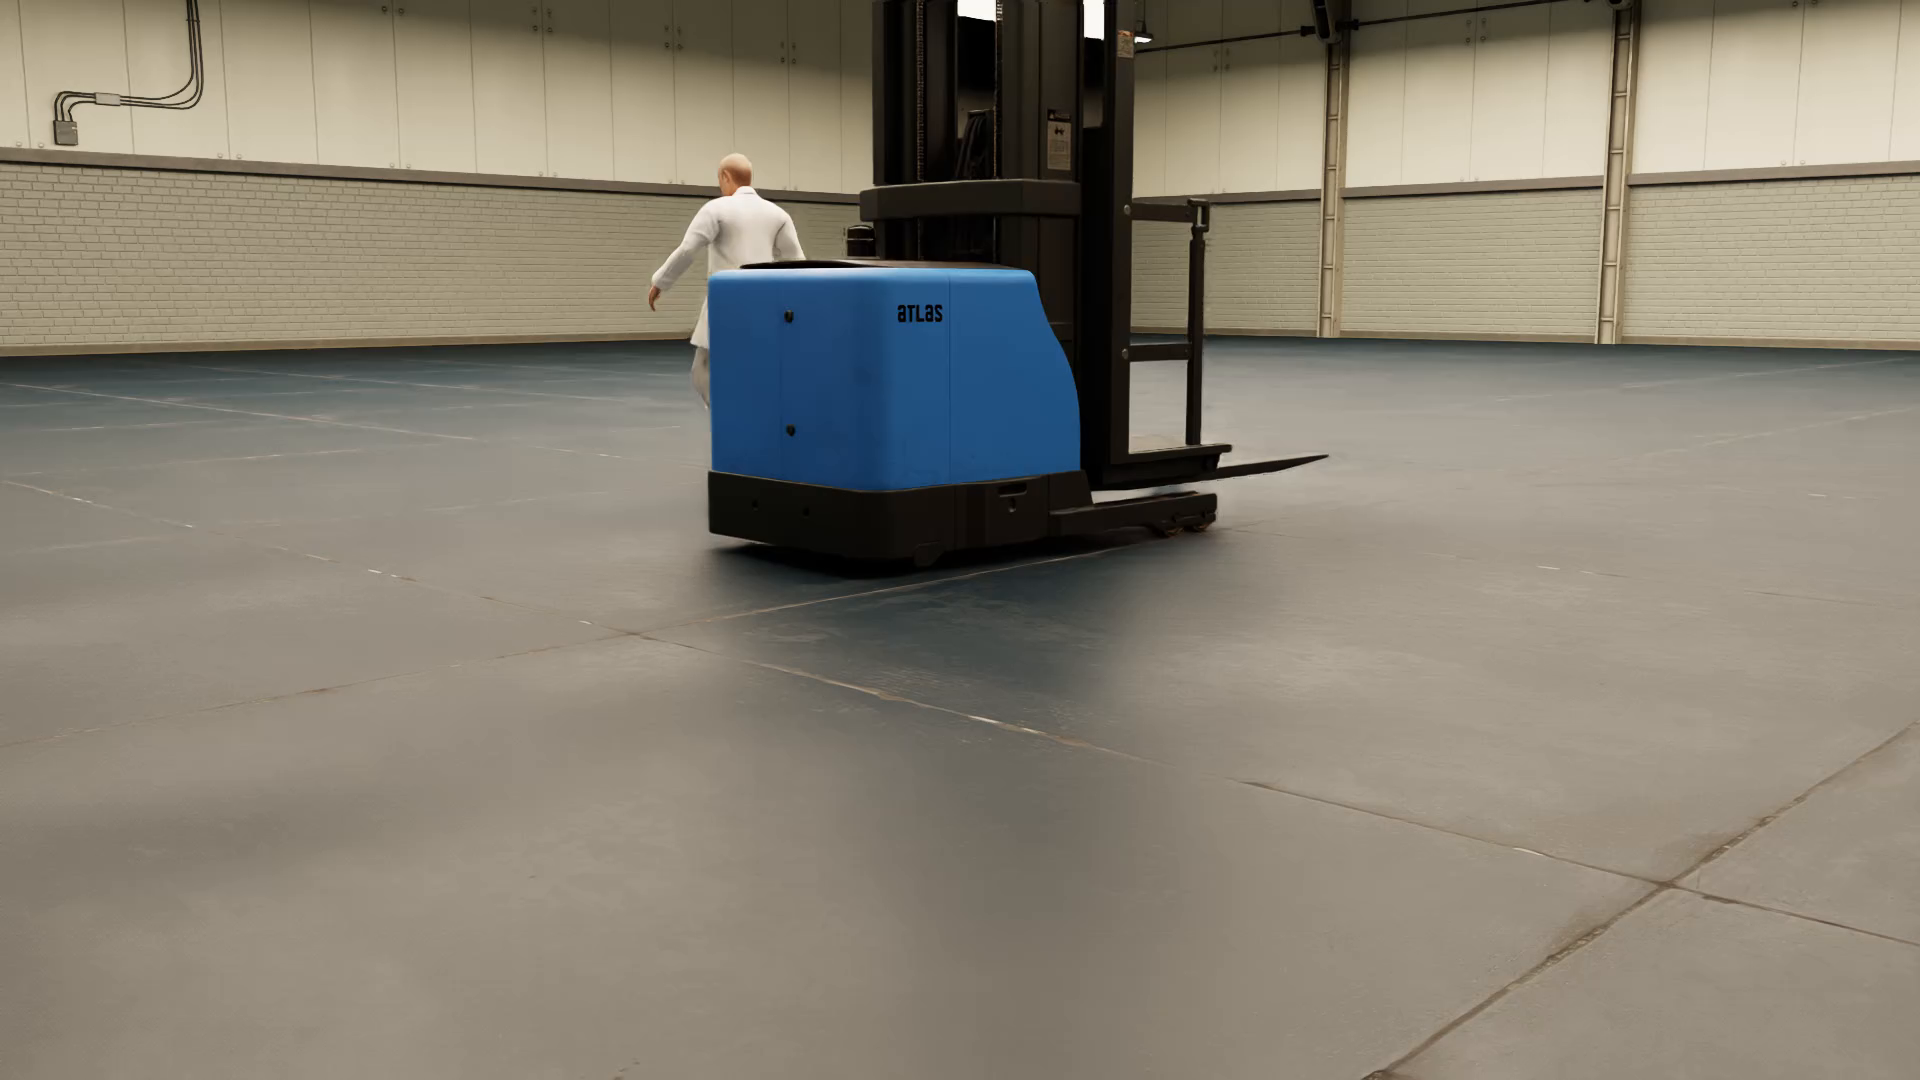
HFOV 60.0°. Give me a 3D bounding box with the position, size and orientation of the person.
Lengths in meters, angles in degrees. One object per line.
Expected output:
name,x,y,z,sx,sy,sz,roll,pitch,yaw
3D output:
person,-1.246,-1.299,9.454,0.697,1.762,0.880,8,12,43

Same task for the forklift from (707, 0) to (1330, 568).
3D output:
forklift,0.437,-1.513,6.922,3.031,2.935,1.130,-8,12,-43
